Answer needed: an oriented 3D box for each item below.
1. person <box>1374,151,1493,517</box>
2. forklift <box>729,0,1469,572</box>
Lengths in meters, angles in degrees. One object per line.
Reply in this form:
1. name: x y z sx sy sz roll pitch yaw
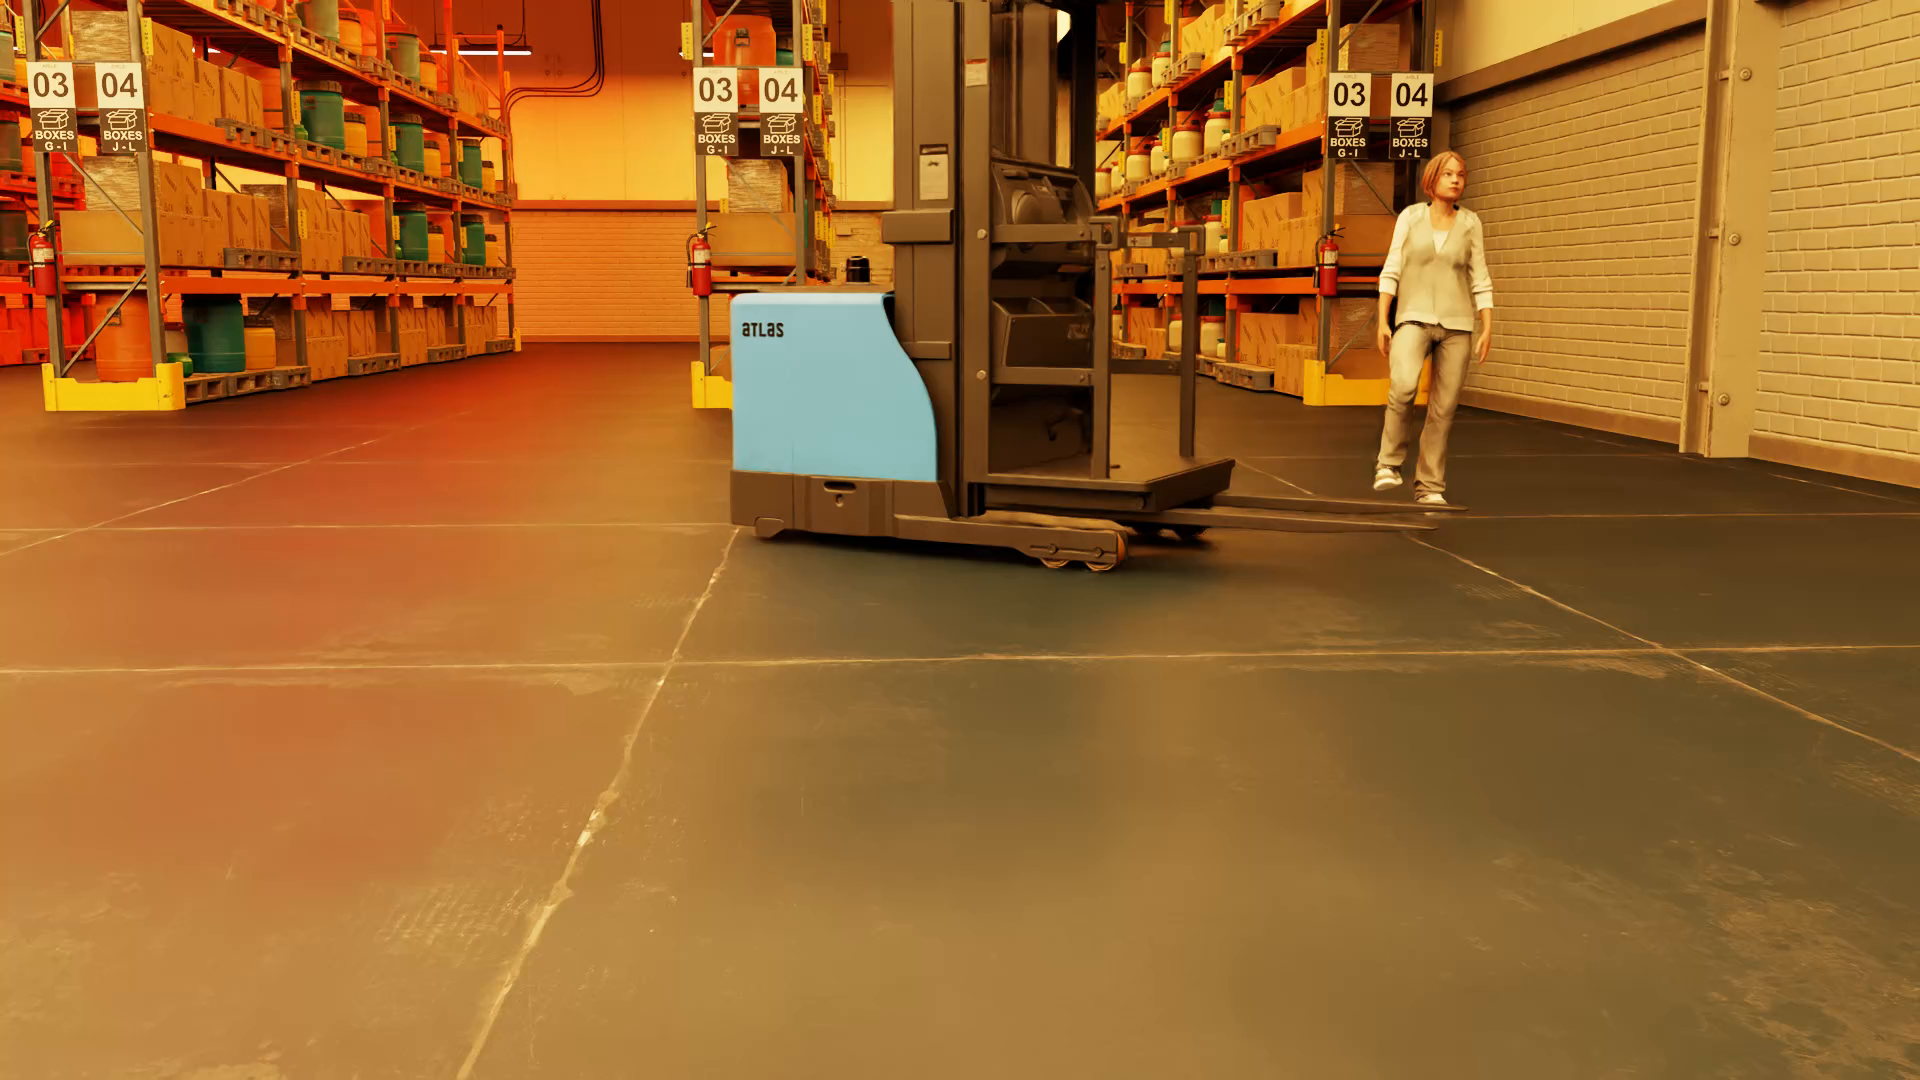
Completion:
1. person: 2.070 -0.890 7.242 0.515 1.590 0.483 1 9 7
2. forklift: 0.538 -1.415 6.857 3.031 2.935 1.130 4 9 27
